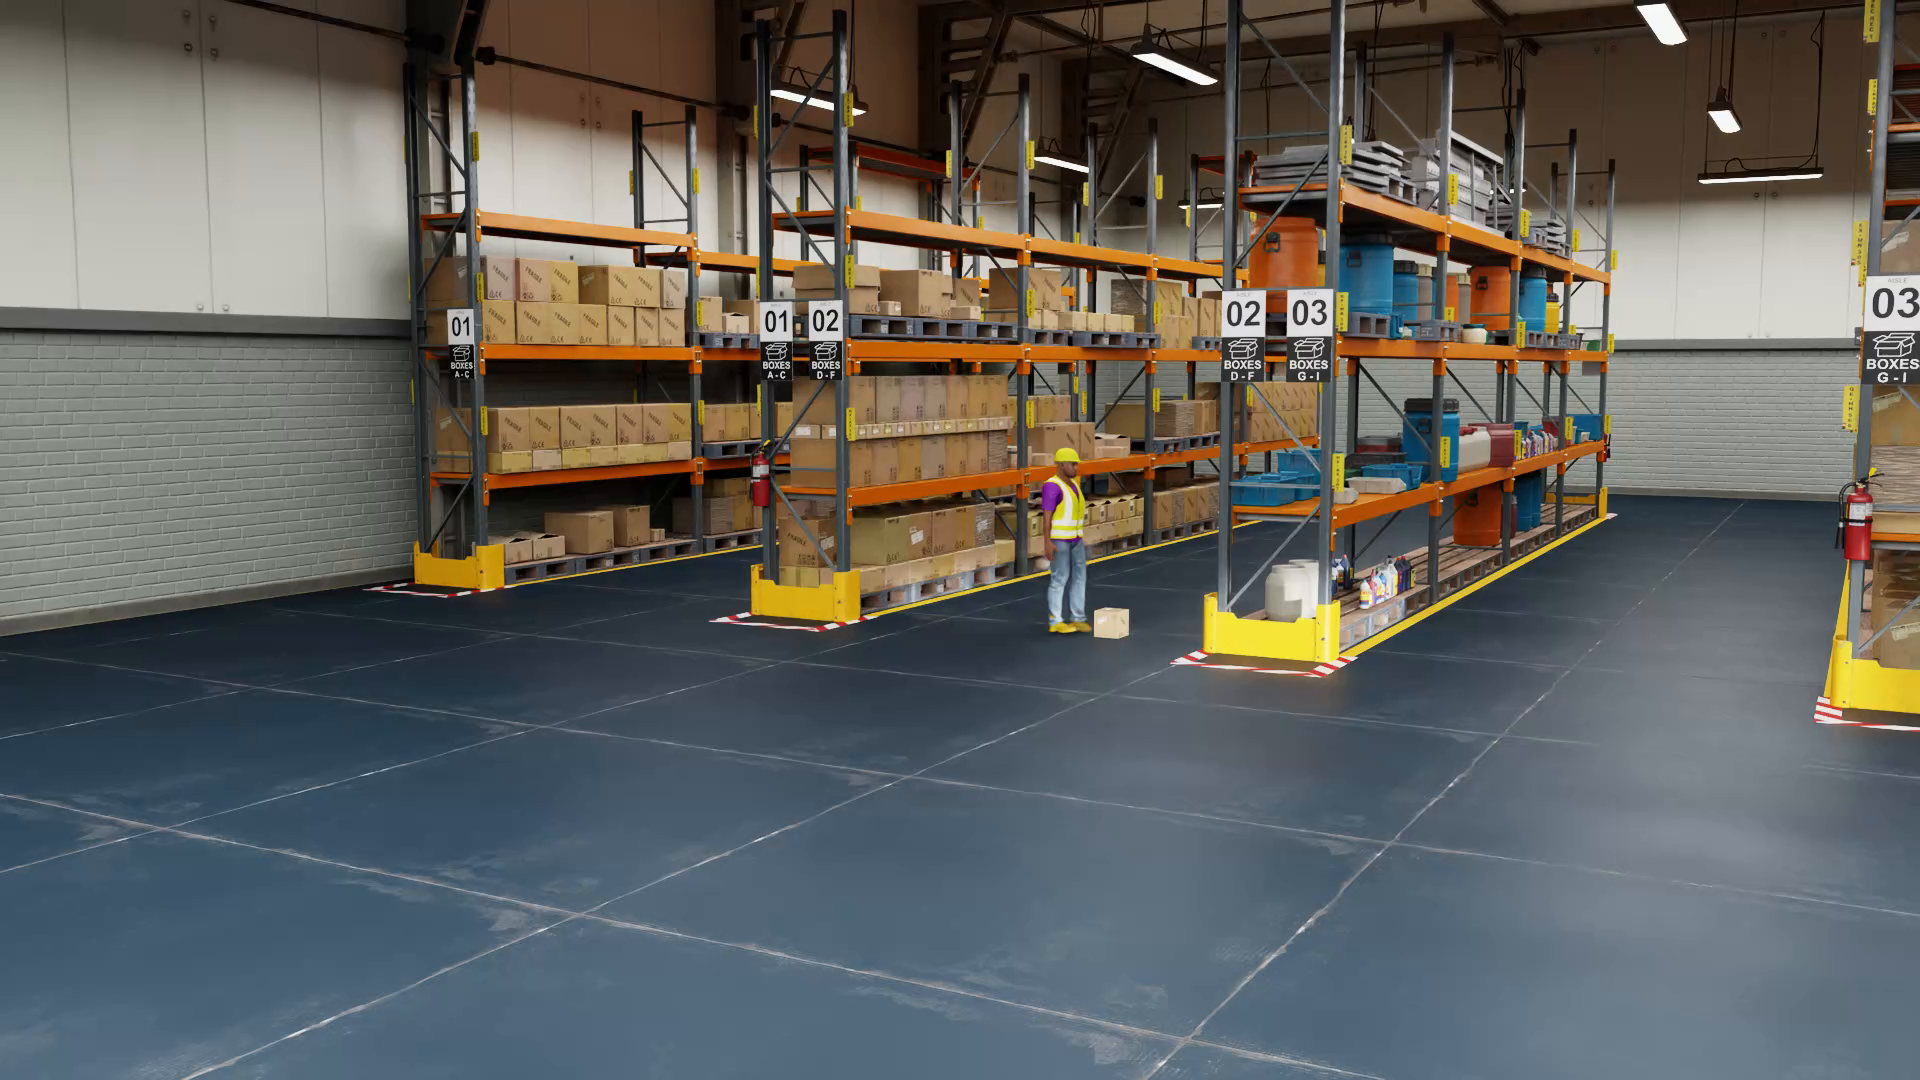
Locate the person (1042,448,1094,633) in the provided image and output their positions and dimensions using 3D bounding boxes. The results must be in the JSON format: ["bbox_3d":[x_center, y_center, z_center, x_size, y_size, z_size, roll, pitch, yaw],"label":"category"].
[{"bbox_3d":[1.043,0.030,15.894,0.462,1.820,0.604,4,7,34],"label":"person"}]
